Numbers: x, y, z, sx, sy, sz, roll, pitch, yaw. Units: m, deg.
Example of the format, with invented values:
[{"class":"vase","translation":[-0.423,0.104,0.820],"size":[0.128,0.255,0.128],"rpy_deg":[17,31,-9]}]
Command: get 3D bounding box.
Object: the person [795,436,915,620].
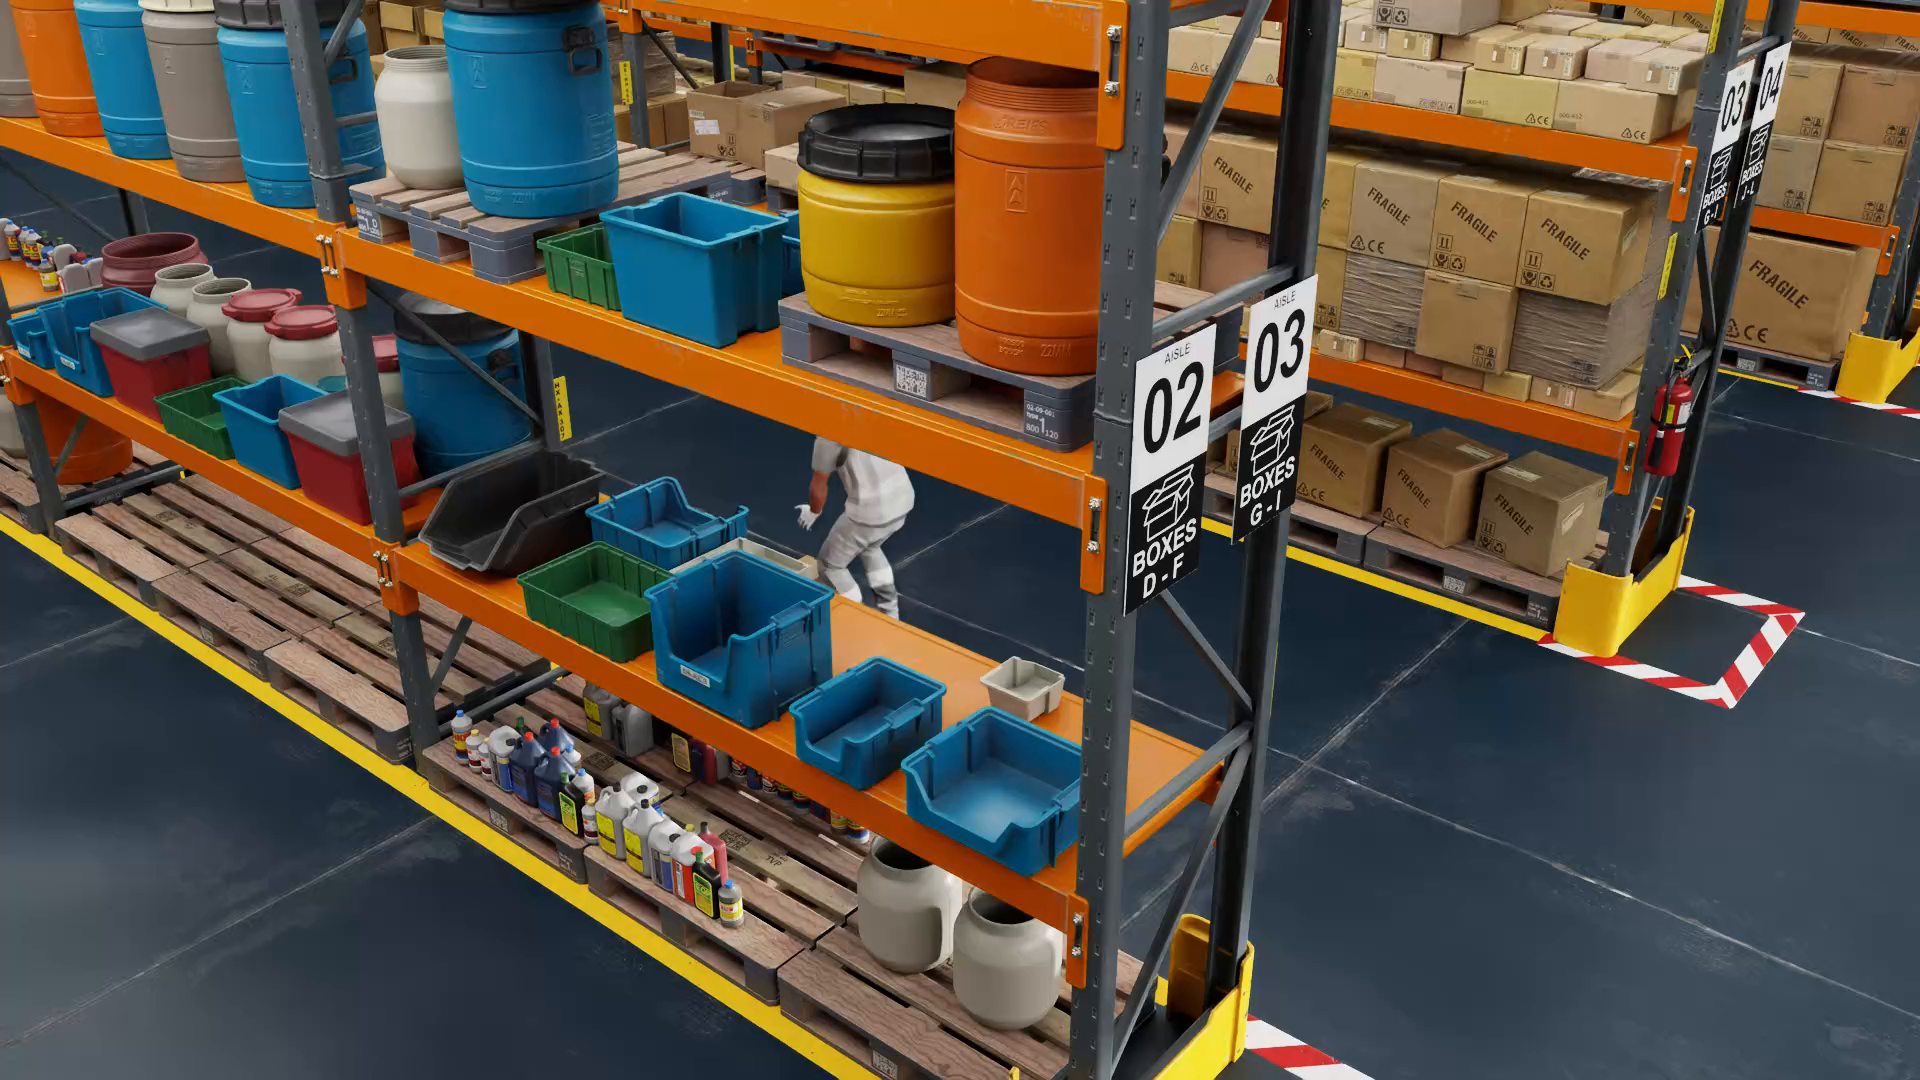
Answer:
[{"class":"person","translation":[-0.583,-0.185,9.158],"size":[0.624,1.604,0.572],"rpy_deg":[21,34,35]}]
